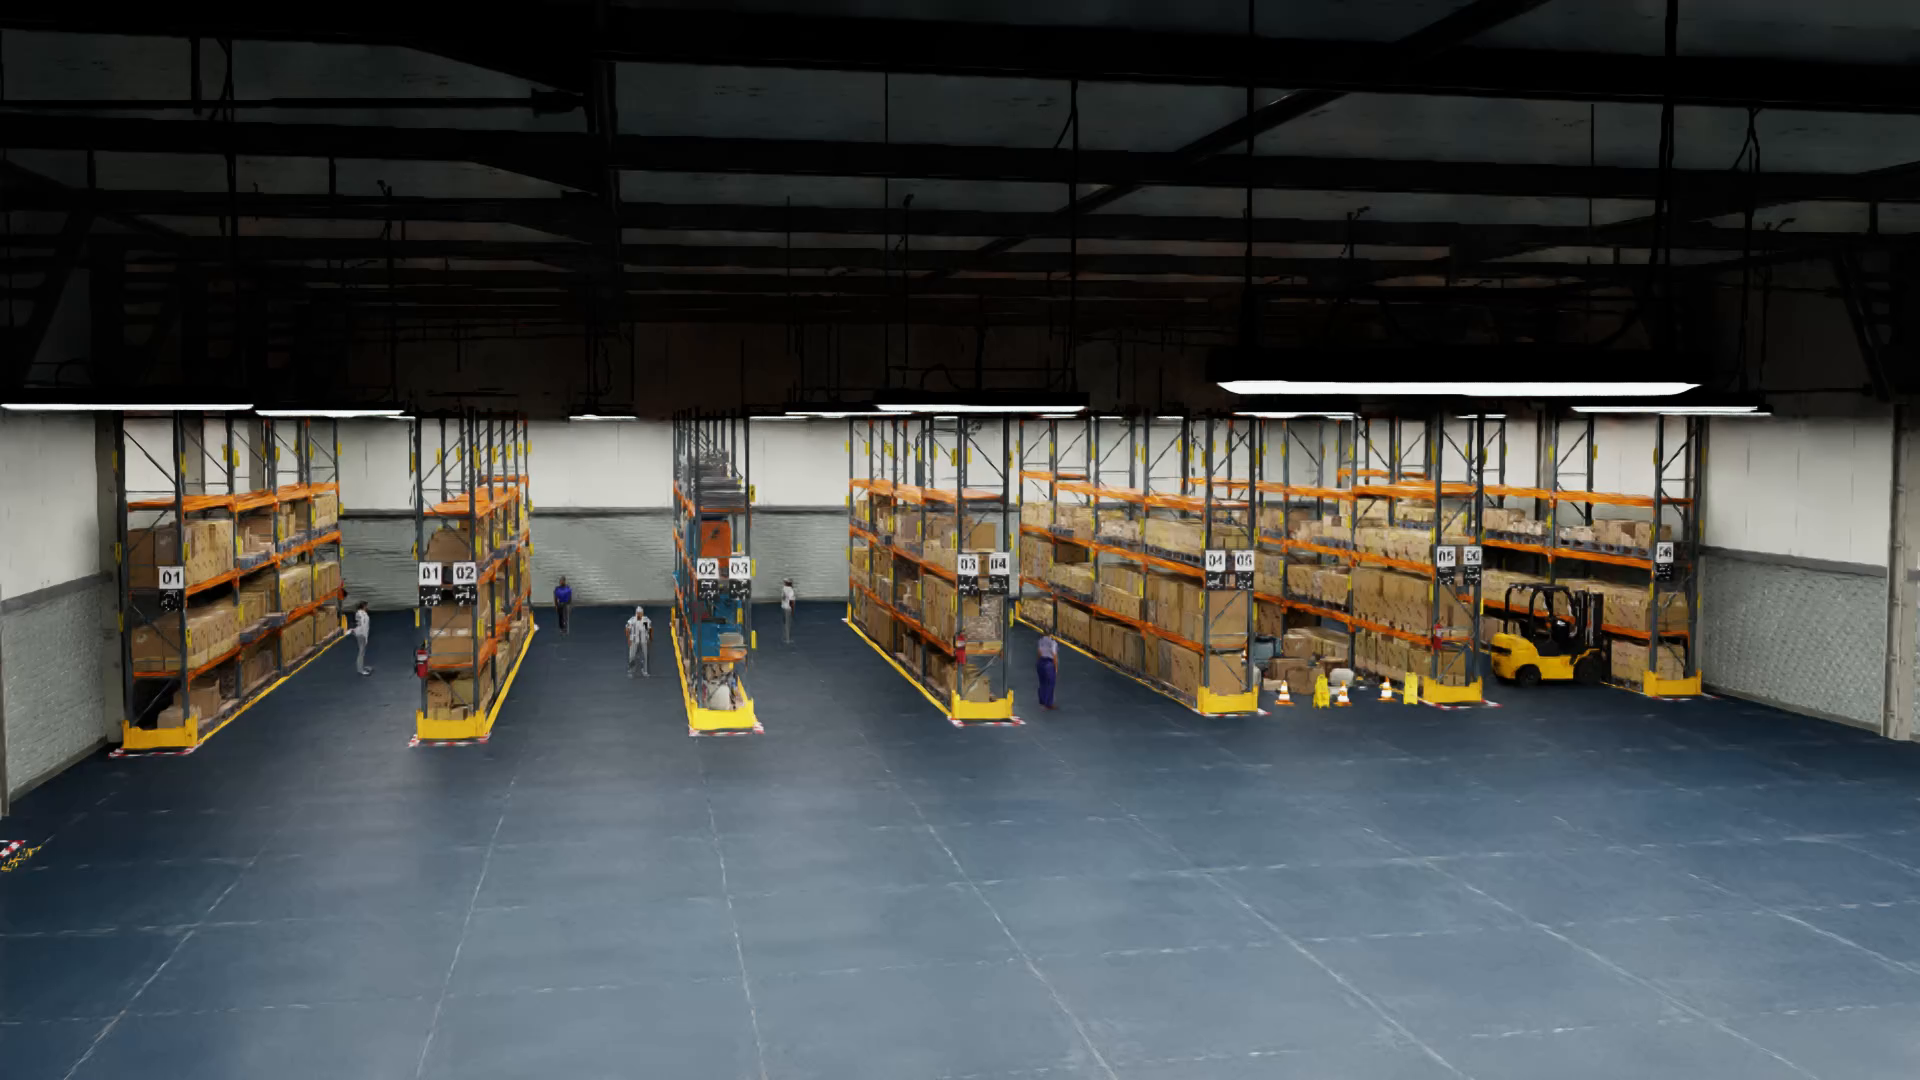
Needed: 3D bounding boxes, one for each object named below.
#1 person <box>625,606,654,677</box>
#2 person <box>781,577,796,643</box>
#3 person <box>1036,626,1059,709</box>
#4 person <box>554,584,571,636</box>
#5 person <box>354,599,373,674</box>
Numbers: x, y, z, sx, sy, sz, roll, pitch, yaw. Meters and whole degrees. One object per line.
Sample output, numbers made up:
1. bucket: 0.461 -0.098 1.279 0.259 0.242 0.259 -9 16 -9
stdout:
1. person: -7.179 2.279 37.246 0.625 1.611 0.582 -1 4 -13
2. person: -4.438 1.802 43.123 0.371 1.682 0.515 -3 5 -32
3. person: 1.770 2.527 33.216 0.424 1.651 0.526 -4 5 -42
4. person: -10.645 1.848 44.578 0.435 1.380 1.088 -1 4 -9
5. person: -13.560 2.181 37.833 0.433 1.684 0.552 -3 5 -37
